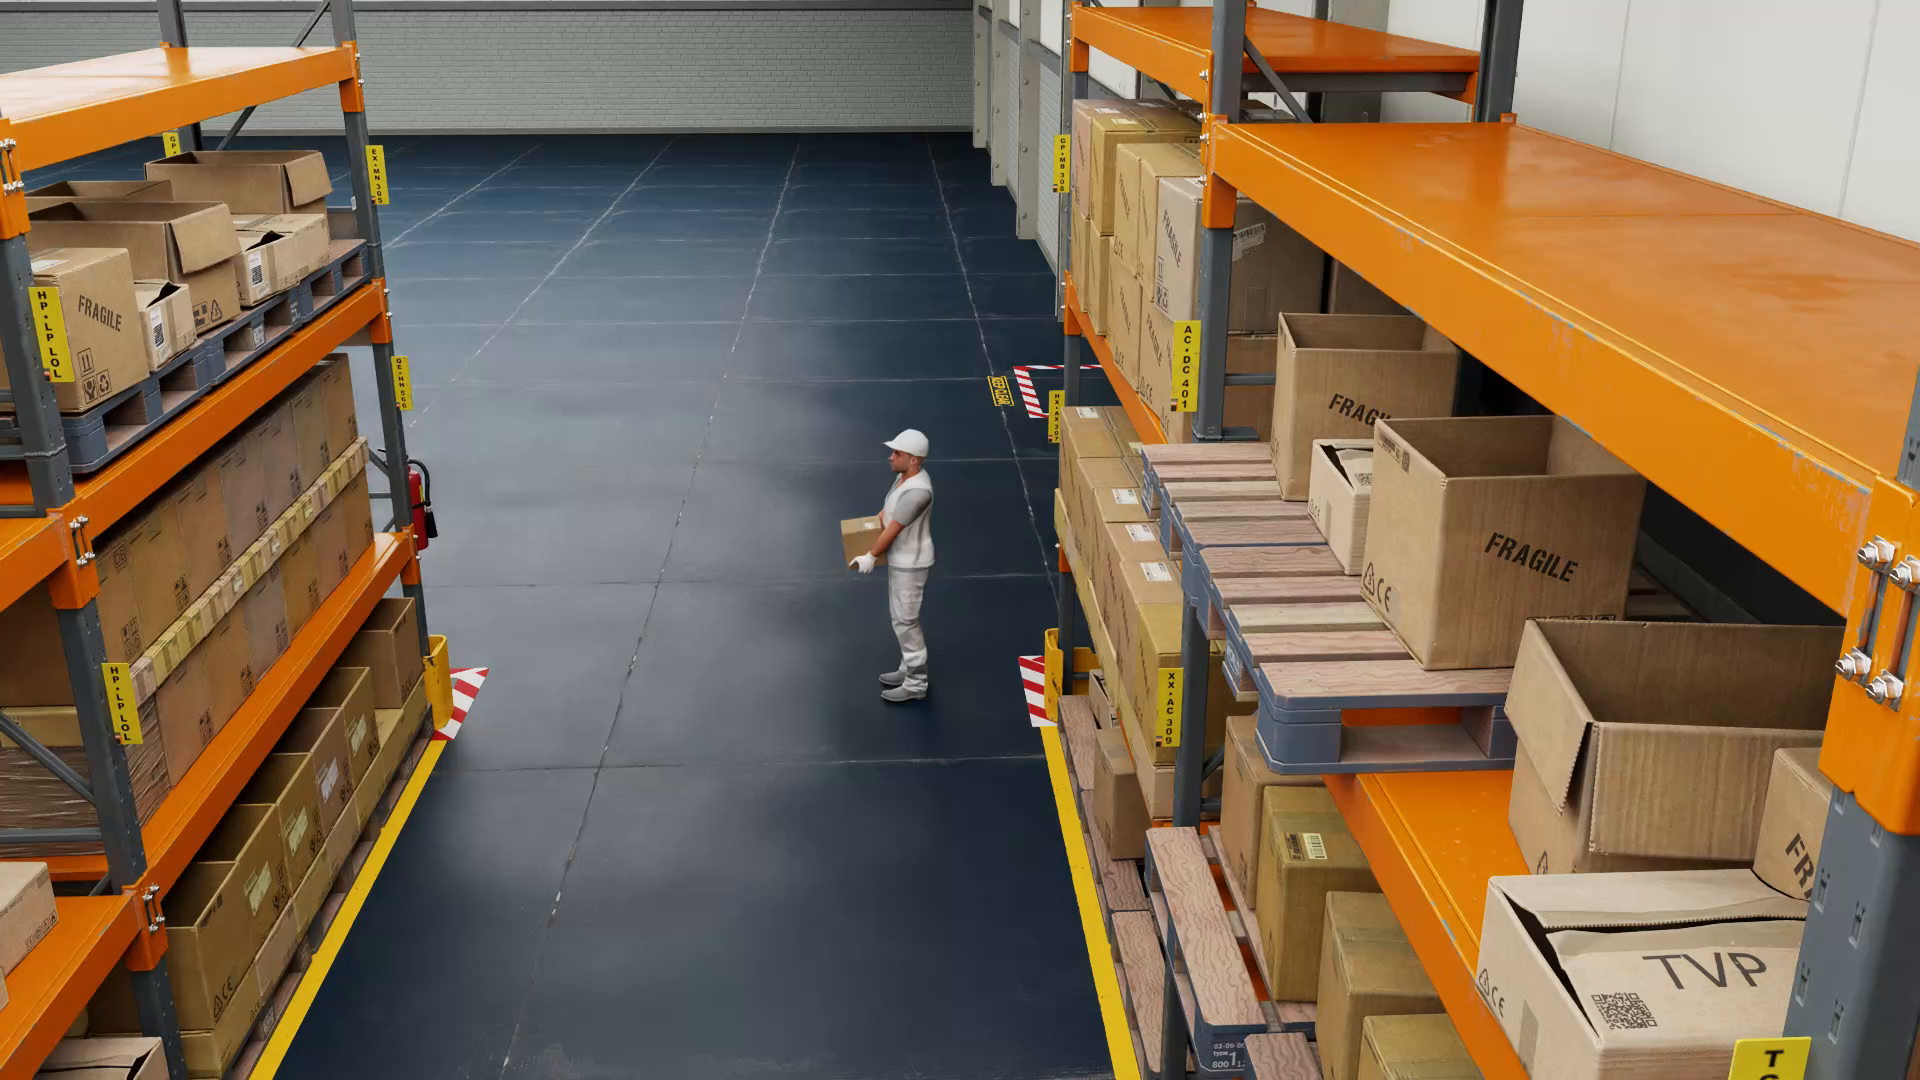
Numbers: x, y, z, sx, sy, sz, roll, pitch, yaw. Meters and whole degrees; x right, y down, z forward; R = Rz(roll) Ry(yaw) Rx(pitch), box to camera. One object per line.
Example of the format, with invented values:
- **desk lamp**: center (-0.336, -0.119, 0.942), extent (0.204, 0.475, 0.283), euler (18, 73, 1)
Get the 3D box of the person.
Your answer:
- **person**: center (-0.436, 0.159, 10.610), extent (0.549, 1.786, 0.495), euler (-2, 20, -5)
